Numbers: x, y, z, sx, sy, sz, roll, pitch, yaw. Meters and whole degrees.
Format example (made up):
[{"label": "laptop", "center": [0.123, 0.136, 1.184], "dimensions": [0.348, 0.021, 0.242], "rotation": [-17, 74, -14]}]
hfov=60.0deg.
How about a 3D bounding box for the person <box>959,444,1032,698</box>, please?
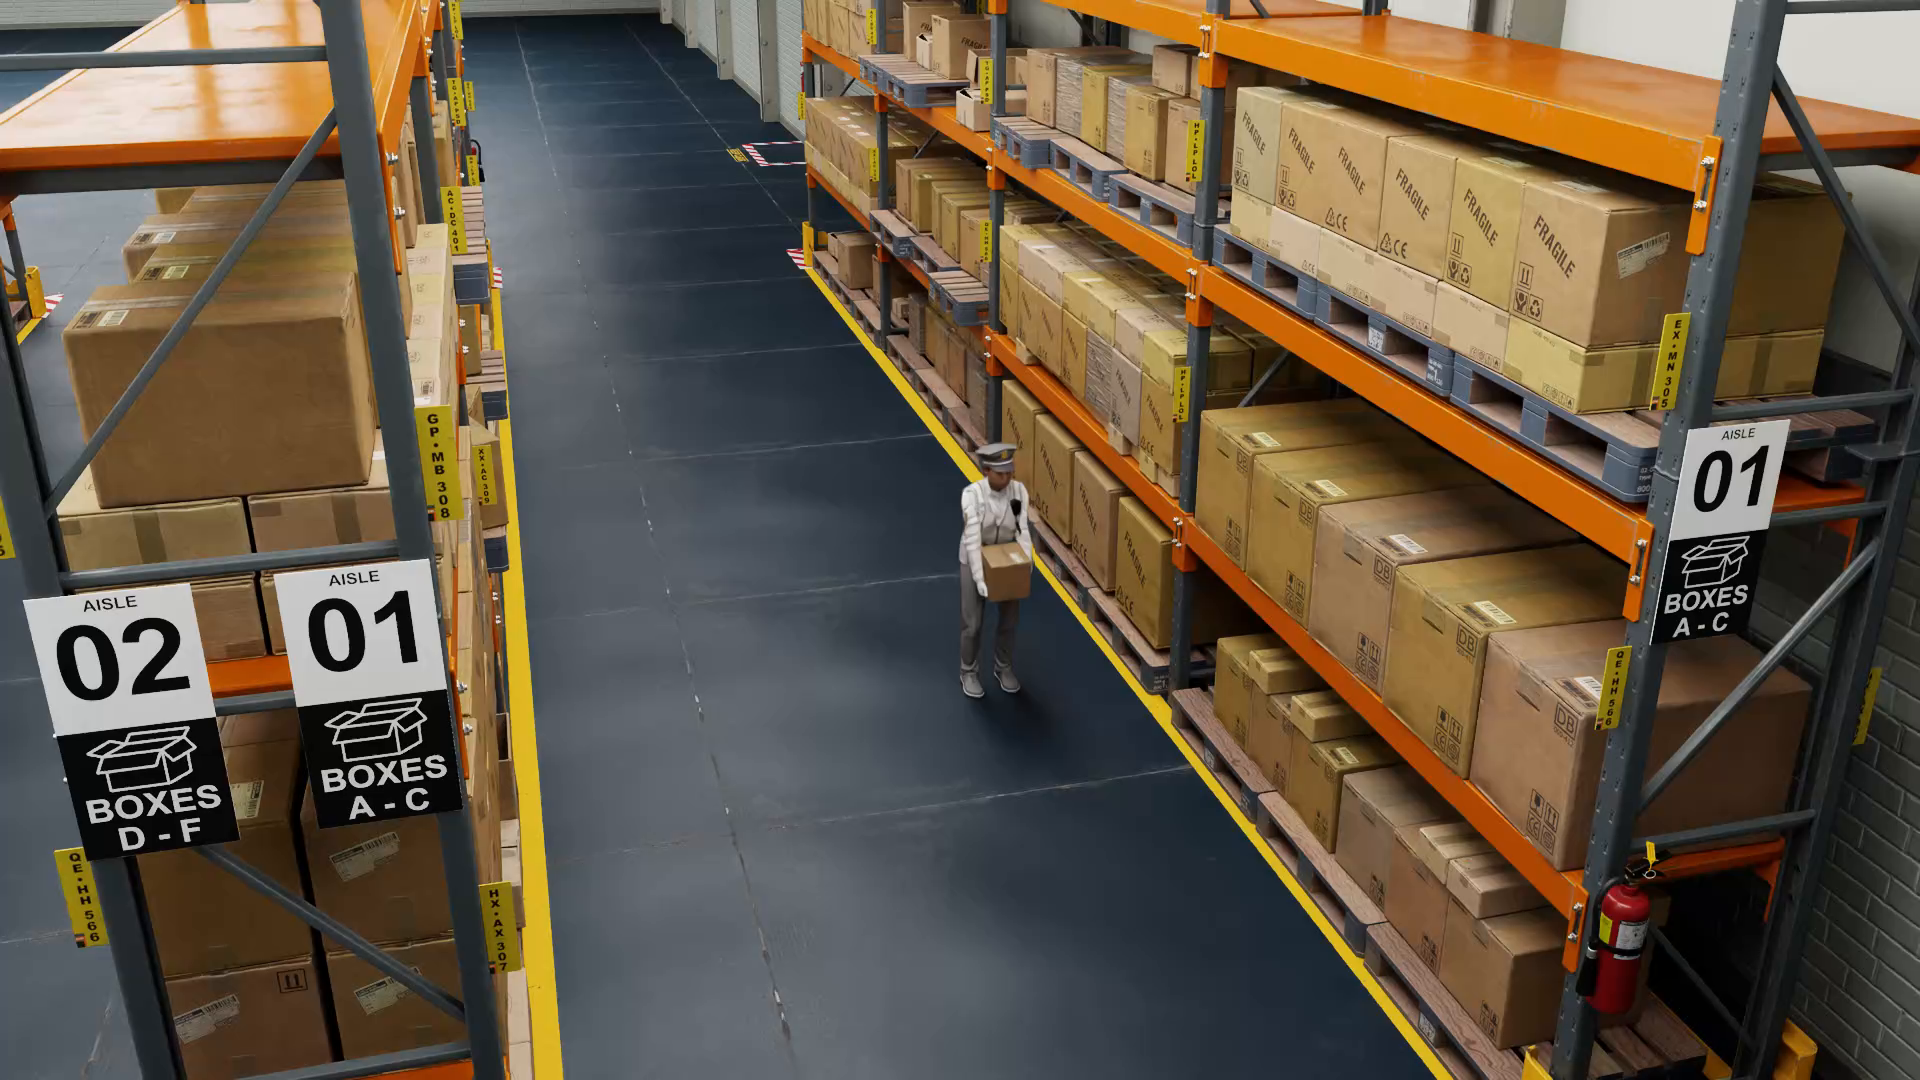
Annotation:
[{"label": "person", "center": [0.222, 0.195, 10.196], "dimensions": [0.417, 1.663, 0.544], "rotation": [-7, 24, -16]}]
